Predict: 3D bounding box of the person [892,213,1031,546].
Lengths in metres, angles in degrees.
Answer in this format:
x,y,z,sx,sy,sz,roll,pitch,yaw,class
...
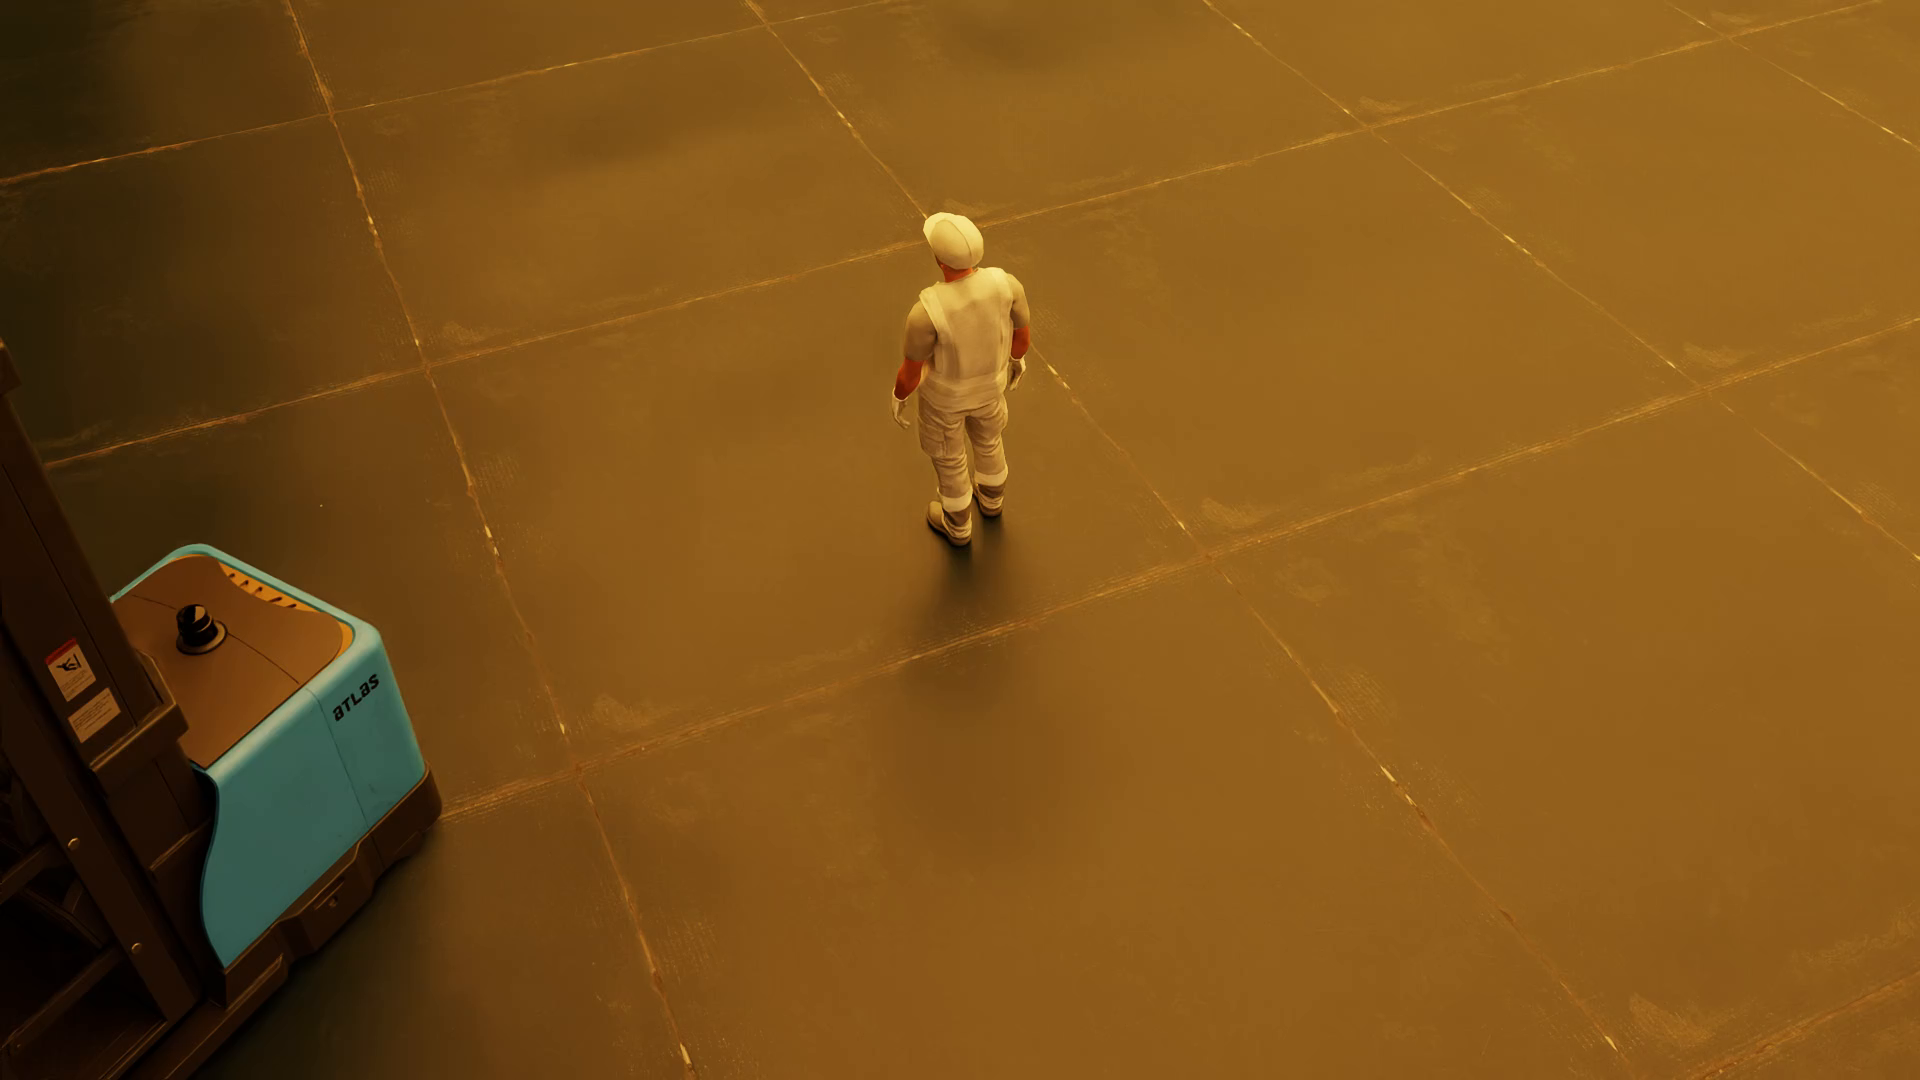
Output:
x,y,z,sx,sy,sz,roll,pitch,yaw,class
-0.022,-0.713,7.270,0.637,1.787,0.563,-18,46,-18,person

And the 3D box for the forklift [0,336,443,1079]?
x,y,z,sx,sy,sz,roll,pitch,yaw,class
-3.223,0.738,4.889,1.130,2.935,3.031,22,47,22,forklift
